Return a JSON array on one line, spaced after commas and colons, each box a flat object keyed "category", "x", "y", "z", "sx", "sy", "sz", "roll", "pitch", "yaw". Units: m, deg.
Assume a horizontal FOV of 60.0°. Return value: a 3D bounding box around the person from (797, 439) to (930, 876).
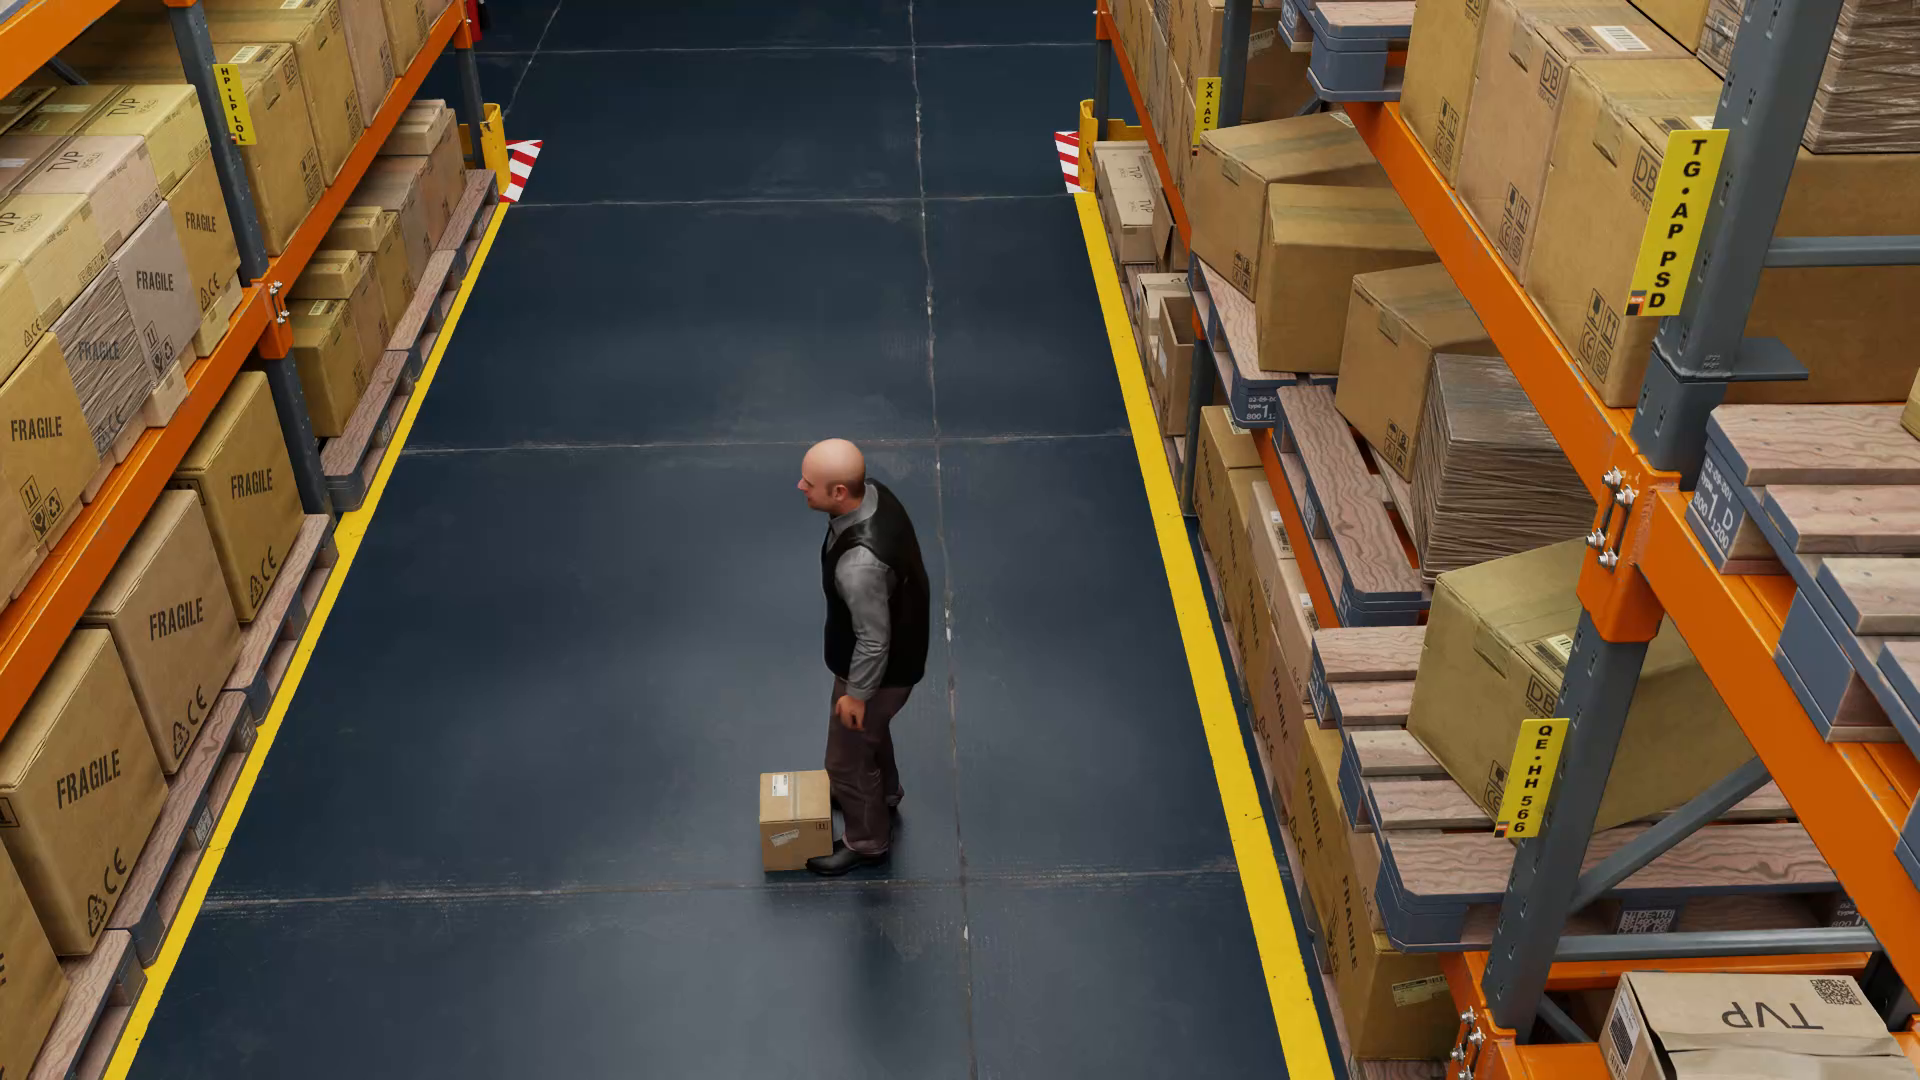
[{"category": "person", "x": -0.330, "y": 0.394, "z": 5.604, "sx": 0.466, "sy": 1.720, "sz": 0.580, "roll": -1, "pitch": 35, "yaw": -2}]
